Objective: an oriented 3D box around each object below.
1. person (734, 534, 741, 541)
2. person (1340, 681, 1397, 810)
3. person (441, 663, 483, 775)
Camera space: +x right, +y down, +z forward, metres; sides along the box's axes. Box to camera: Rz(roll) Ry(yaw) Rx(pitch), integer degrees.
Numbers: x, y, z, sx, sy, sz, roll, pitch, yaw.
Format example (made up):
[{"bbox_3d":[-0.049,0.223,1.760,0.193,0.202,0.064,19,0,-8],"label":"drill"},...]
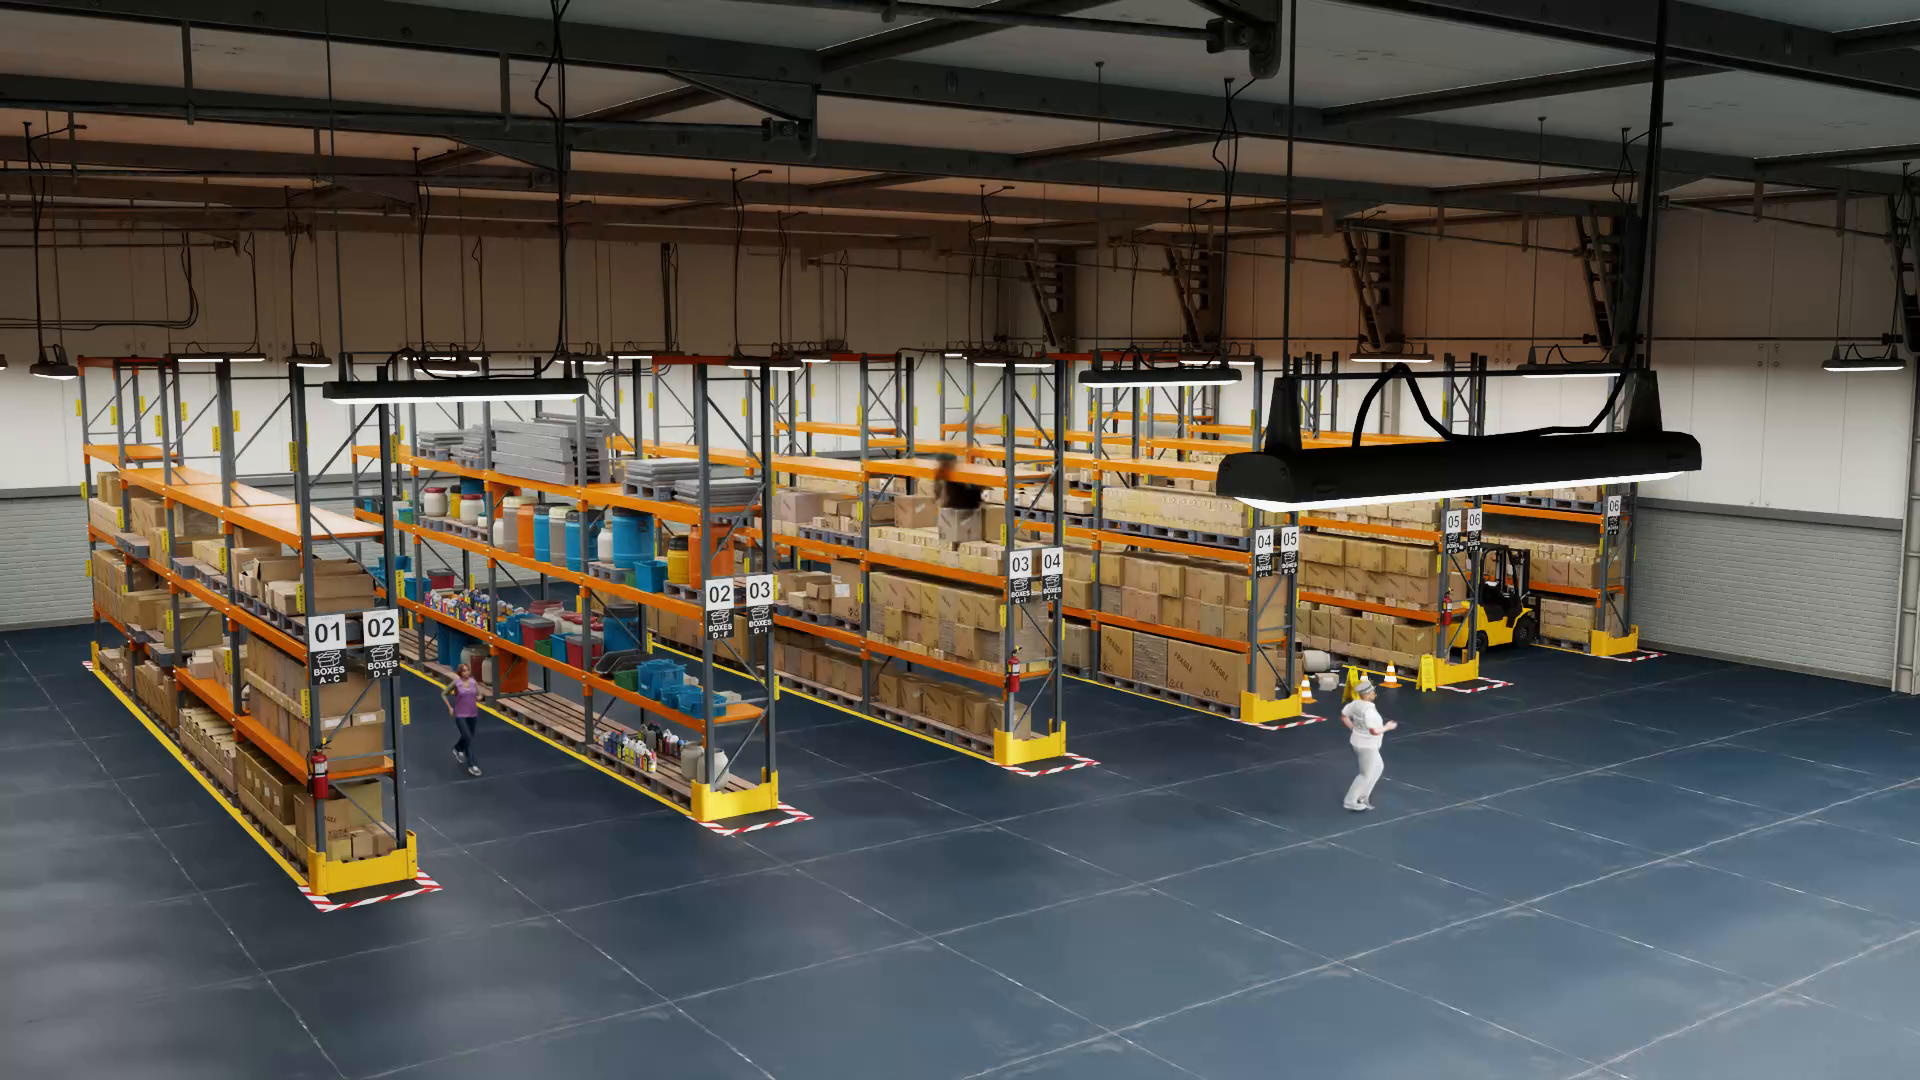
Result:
[{"bbox_3d":[-5.371,0.701,39.503,0.789,1.741,0.943,-1,7,-7],"label":"person"},{"bbox_3d":[5.470,2.775,22.256,0.696,1.826,0.641,-1,7,-5],"label":"person"},{"bbox_3d":[-7.234,2.577,24.298,0.890,1.590,0.534,7,9,43],"label":"person"}]
